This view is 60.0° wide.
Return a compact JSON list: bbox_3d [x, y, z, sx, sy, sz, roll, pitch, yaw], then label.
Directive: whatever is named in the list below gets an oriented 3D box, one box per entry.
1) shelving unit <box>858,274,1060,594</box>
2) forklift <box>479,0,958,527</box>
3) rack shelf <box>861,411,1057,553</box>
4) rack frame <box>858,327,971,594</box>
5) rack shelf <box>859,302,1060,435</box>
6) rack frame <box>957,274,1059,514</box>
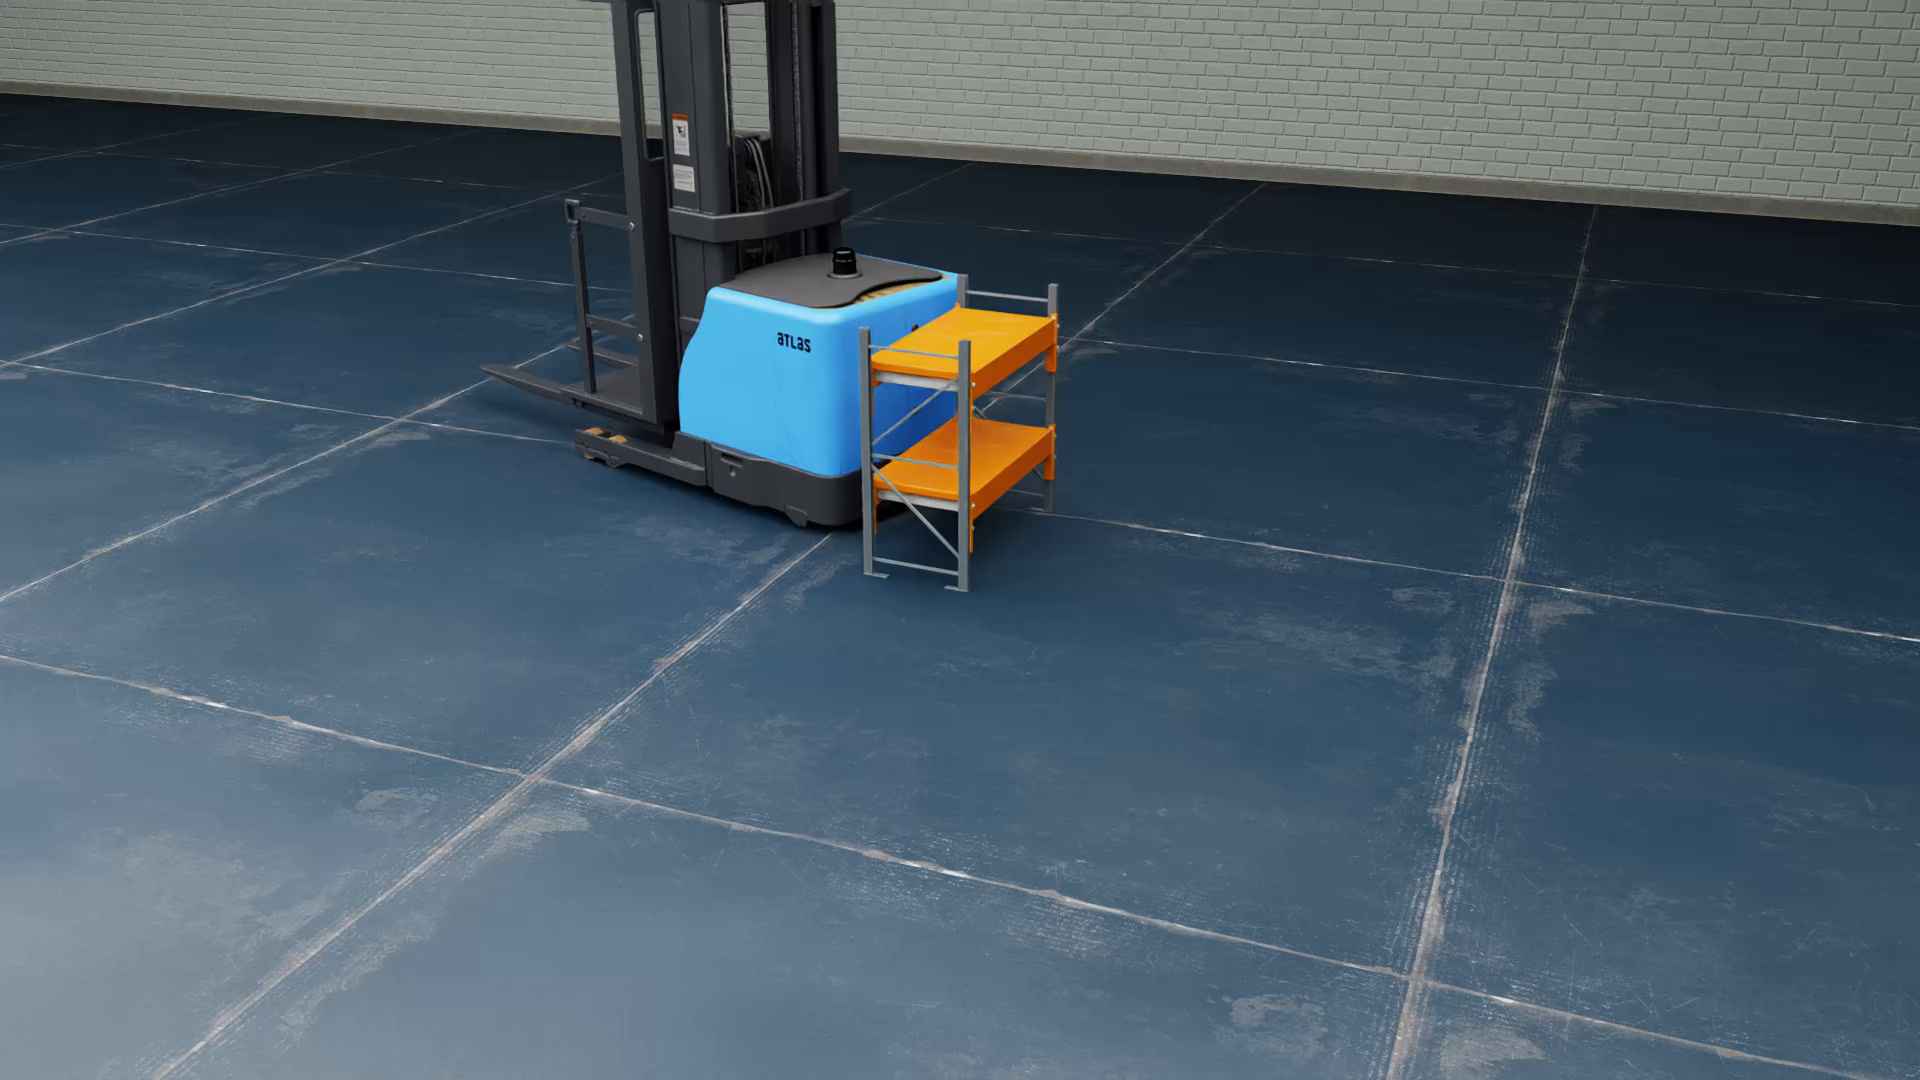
[{"bbox_3d":[0.016,-0.511,7.513,0.538,1.125,1.048,10,25,22],"label":"shelving unit"},{"bbox_3d":[-1.399,-1.866,8.414,3.031,2.935,1.130,18,29,37],"label":"forklift"},{"bbox_3d":[0.016,-0.285,7.608,0.538,0.278,1.000,10,25,22],"label":"rack shelf"},{"bbox_3d":[-0.190,-0.332,7.085,0.500,1.125,0.032,10,25,22],"label":"rack frame"},{"bbox_3d":[0.016,-0.781,7.401,0.538,0.278,1.000,10,25,22],"label":"rack shelf"},{"bbox_3d":[0.222,-0.690,7.942,0.500,1.125,0.032,10,25,22],"label":"rack frame"}]
